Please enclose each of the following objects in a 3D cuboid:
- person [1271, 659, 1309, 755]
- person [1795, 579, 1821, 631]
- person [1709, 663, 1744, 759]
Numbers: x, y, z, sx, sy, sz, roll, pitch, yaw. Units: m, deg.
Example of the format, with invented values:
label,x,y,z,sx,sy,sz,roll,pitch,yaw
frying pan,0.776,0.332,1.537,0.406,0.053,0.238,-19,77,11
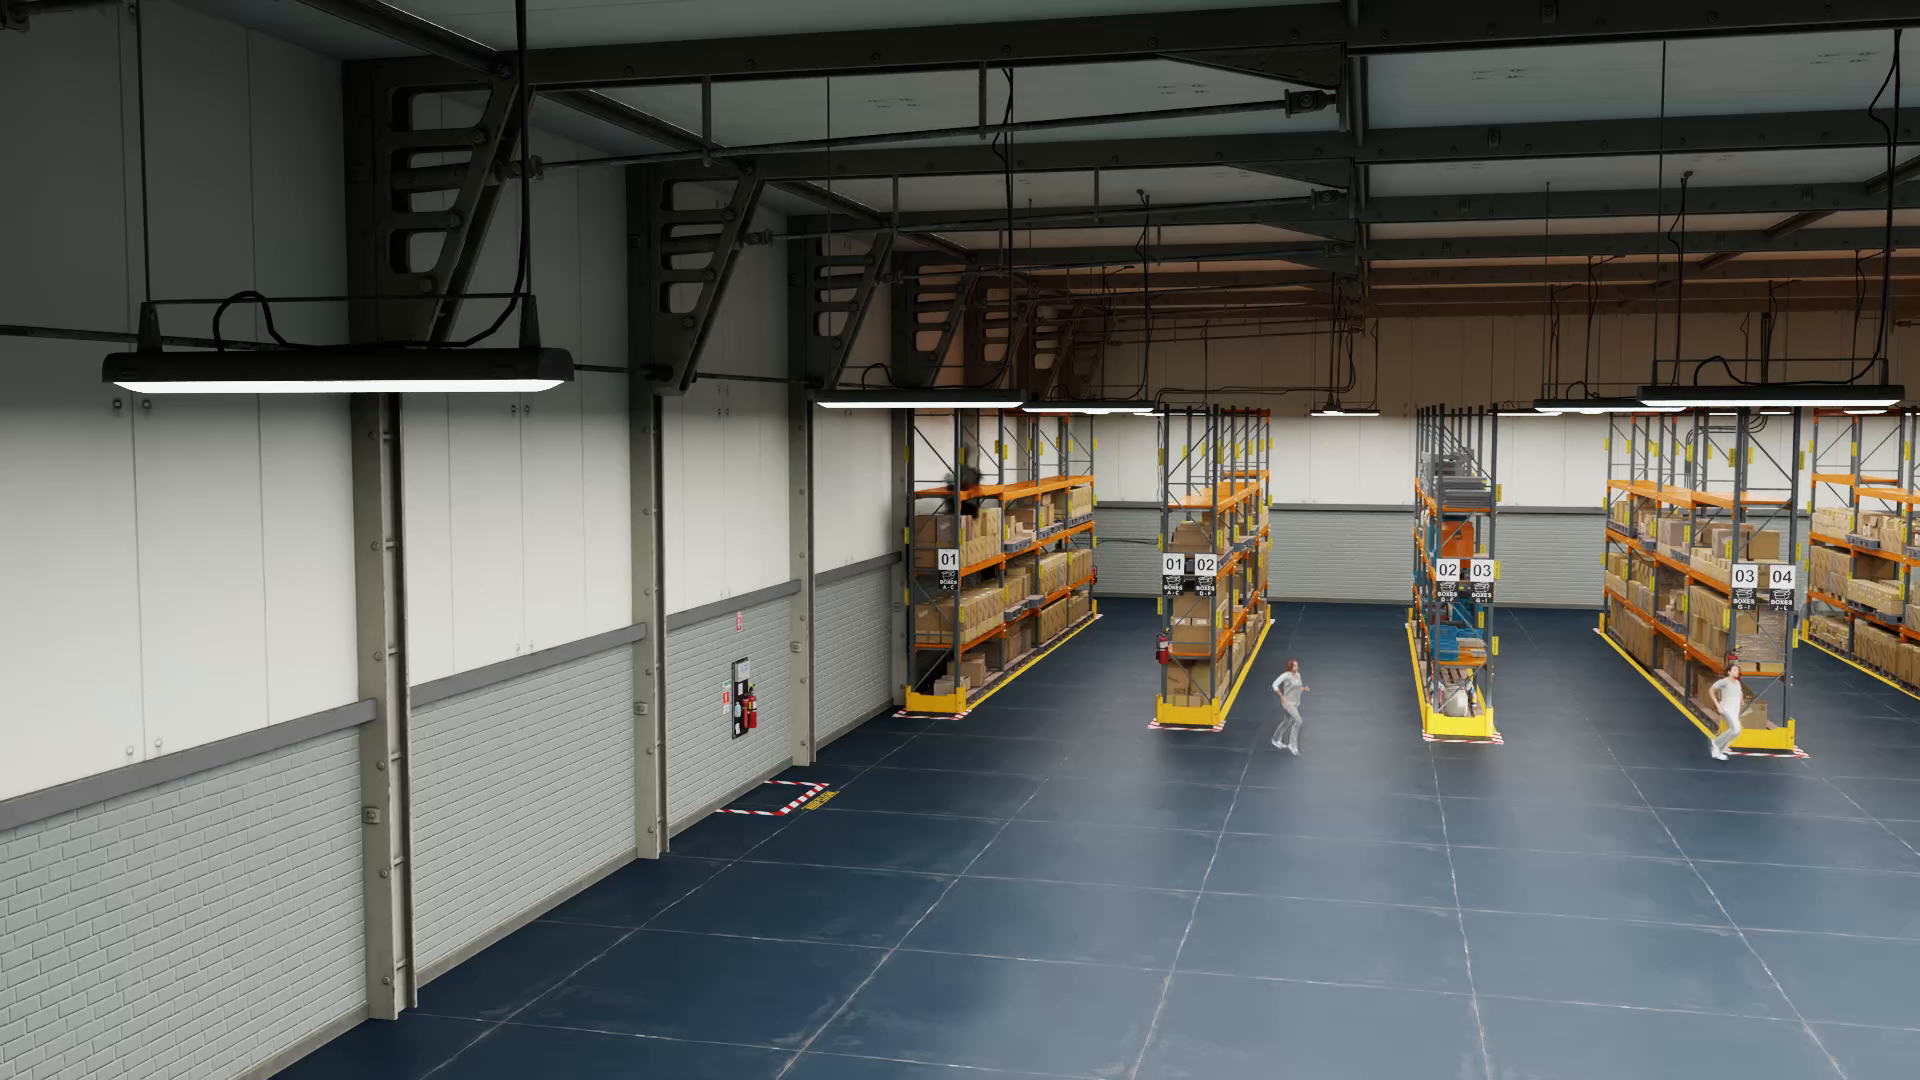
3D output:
label,x,y,z,sx,sy,sz,roll,pitch,yaw
person,5.677,2.858,28.553,0.710,1.648,0.507,4,6,43
person,22.772,1.611,44.387,0.956,1.784,0.710,0,4,-4
person,12.939,2.875,27.888,0.562,1.607,0.526,-3,5,-31
